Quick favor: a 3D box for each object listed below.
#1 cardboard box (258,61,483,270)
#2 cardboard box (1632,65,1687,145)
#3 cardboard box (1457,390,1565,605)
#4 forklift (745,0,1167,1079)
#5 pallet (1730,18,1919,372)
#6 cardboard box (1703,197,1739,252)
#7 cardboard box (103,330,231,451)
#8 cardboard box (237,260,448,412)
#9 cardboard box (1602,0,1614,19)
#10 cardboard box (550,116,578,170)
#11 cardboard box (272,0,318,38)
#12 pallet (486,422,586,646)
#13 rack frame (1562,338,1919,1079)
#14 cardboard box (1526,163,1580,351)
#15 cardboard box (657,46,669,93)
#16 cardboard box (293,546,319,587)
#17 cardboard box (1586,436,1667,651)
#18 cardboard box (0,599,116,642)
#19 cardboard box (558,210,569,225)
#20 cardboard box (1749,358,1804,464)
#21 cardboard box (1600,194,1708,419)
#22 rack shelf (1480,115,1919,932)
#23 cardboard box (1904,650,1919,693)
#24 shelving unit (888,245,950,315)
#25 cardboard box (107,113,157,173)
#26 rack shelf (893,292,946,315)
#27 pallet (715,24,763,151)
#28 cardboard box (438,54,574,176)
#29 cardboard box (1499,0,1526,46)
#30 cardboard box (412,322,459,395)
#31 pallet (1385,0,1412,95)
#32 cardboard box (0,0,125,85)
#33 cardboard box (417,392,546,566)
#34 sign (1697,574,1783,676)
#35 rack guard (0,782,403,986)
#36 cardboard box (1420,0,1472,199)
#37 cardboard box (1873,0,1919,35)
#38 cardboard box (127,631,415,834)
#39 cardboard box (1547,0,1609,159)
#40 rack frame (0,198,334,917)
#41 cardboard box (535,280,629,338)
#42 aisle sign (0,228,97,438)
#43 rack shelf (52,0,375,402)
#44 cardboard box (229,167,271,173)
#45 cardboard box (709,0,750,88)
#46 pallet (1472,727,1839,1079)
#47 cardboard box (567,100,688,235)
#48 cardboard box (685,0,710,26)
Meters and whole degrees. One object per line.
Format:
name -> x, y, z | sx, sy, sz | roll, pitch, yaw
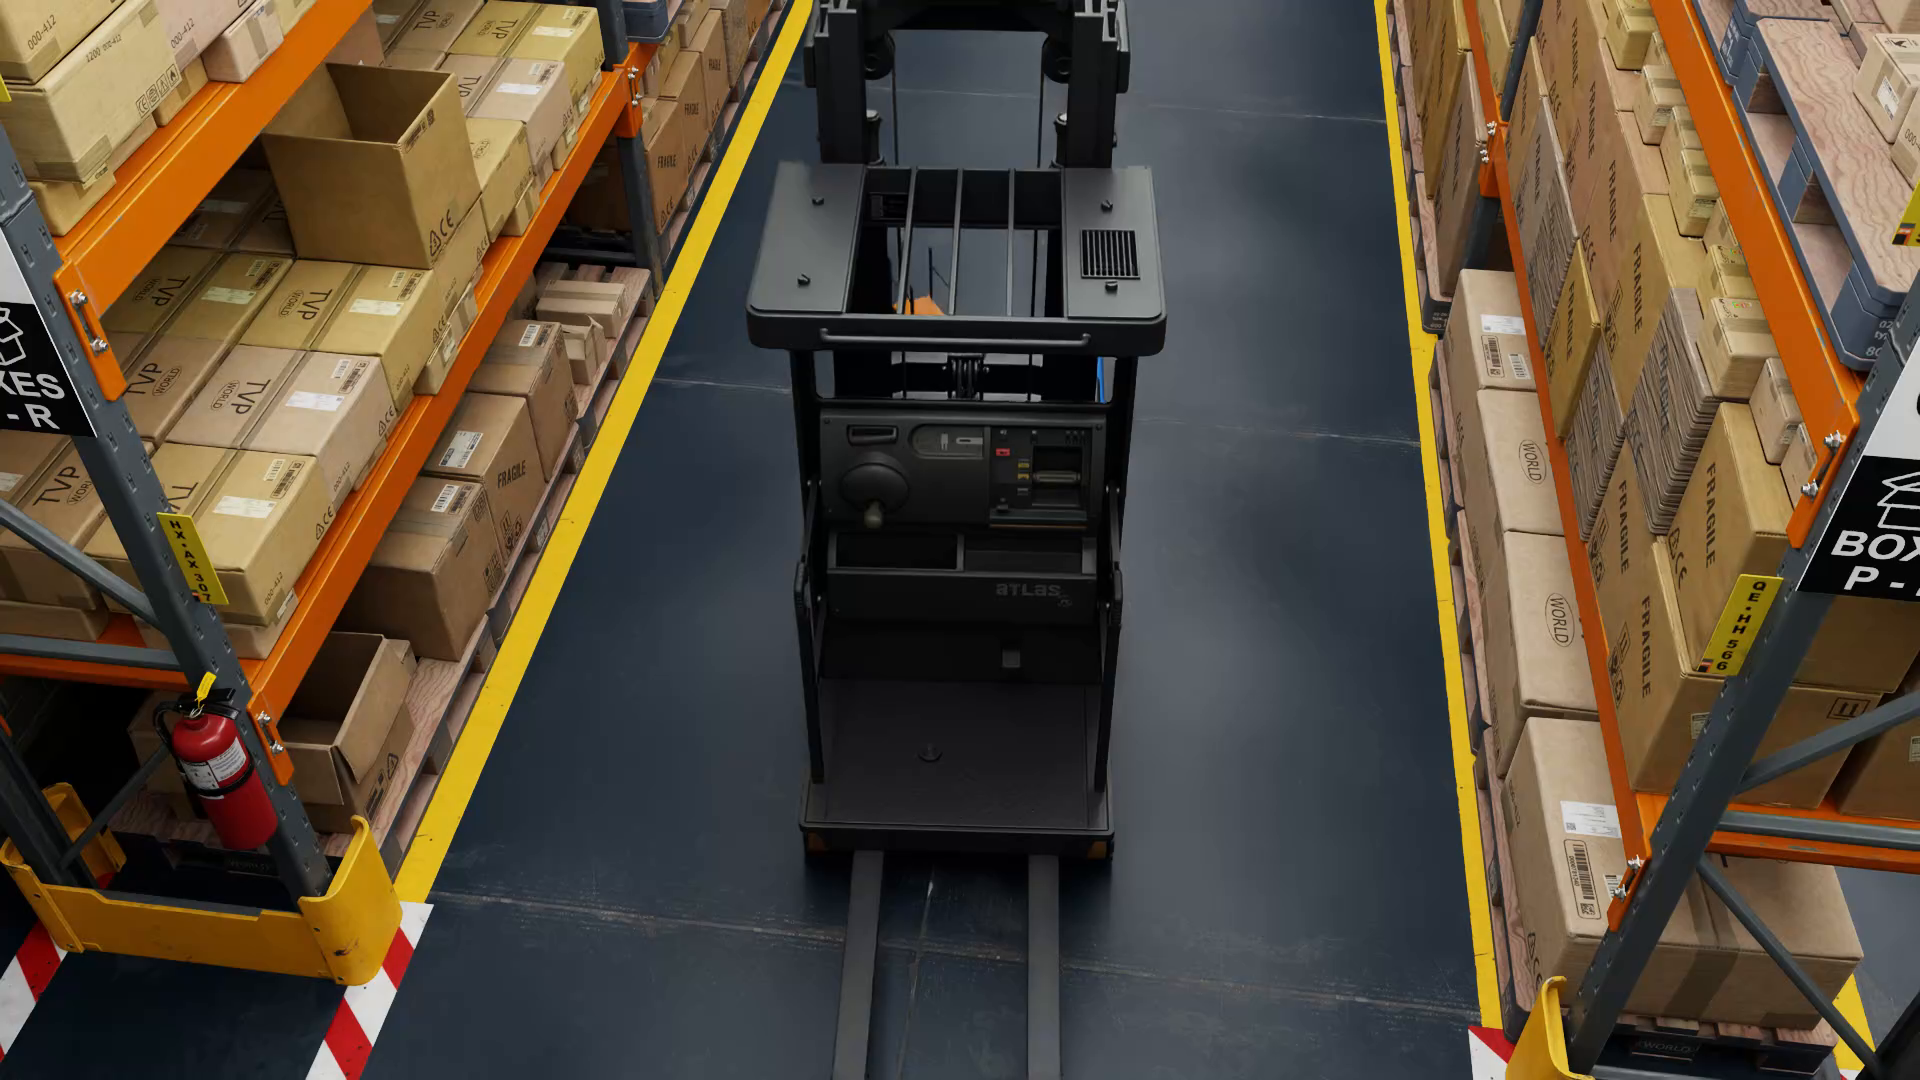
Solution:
cardboard box -> -2.047, -1.315, 5.827 | 0.500, 0.500, 0.500 | 6, 44, 7
cardboard box -> 2.359, -1.367, 5.262 | 0.380, 0.149, 0.250 | 5, 44, 6
cardboard box -> 2.571, -0.153, 6.811 | 0.875, 0.438, 0.875 | 4, 44, 4
forklift -> 0.003, -0.135, 5.283 | 1.130, 2.935, 3.031 | 1, 43, 1
pallet -> 2.437, -0.797, 3.815 | 1.003, 0.211, 1.213 | 5, 44, 6
cardboard box -> 2.337, -0.830, 4.695 | 0.380, 0.149, 0.250 | 5, 44, 5
cardboard box -> -2.705, -0.425, 5.432 | 0.500, 0.250, 0.500 | 5, 44, 6
cardboard box -> -2.115, -0.710, 5.733 | 0.500, 0.250, 0.500 | 4, 44, 5
cardboard box -> 2.475, -1.885, 5.810 | 0.380, 0.149, 0.250 | 5, 44, 5
cardboard box -> -1.858, -1.718, 7.088 | 0.380, 0.149, 0.250 | 6, 44, 7
cardboard box -> -2.077, -1.570, 4.750 | 0.380, 0.149, 0.250 | 5, 44, 5
pallet -> -2.294, -0.094, 7.218 | 1.003, 0.211, 1.213 | 5, 44, 6
rack frame -> 2.349, 0.766, 4.281 | 1.000, 3.000, 0.127 | 5, 44, 6
cardboard box -> 2.413, -1.019, 6.094 | 0.500, 0.500, 0.500 | 5, 44, 6
cardboard box -> -1.749, -2.481, 8.751 | 0.380, 0.149, 0.250 | 3, 44, 3
cardboard box -> -2.269, 0.032, 5.239 | 0.380, 0.149, 0.250 | 6, 44, 7
cardboard box -> 2.232, 0.037, 4.979 | 0.500, 0.500, 0.500 | 4, 44, 5
cardboard box -> -2.794, 0.159, 5.106 | 0.380, 0.149, 0.250 | 5, 44, 5
cardboard box -> -2.271, -2.015, 8.731 | 0.500, 0.500, 0.500 | 5, 44, 5
cardboard box -> 2.208, -0.306, 4.142 | 0.380, 0.149, 0.250 | 6, 44, 6
cardboard box -> 2.285, -0.679, 5.007 | 0.500, 0.500, 0.500 | 5, 44, 5
rack shelf -> 2.613, -0.335, 5.968 | 1.077, 0.370, 4.000 | 5, 44, 6
cardboard box -> 2.695, 0.066, 4.221 | 0.500, 0.500, 0.500 | 4, 44, 5
shelving unit -> -0.155, -0.670, 7.107 | 0.189, 1.200, 0.258 | -18, 46, -18
cardboard box -> -2.290, -1.057, 4.208 | 0.380, 0.149, 0.250 | 6, 44, 6
rack shelf -> -0.155, -0.899, 6.890 | 0.180, 0.103, 0.258 | -18, 46, -18
pallet -> -1.814, -2.787, 10.062 | 1.003, 0.211, 1.213 | 5, 44, 6
cardboard box -> -1.920, -1.750, 6.831 | 0.500, 0.250, 0.500 | 5, 44, 6
cardboard box -> 2.695, -2.409, 7.380 | 0.500, 0.250, 0.500 | 5, 44, 5
cardboard box -> -2.037, -0.664, 5.974 | 0.380, 0.149, 0.250 | 4, 44, 4
pallet -> 3.228, -3.143, 10.438 | 1.003, 0.211, 1.213 | 5, 44, 6
cardboard box -> -2.264, -1.286, 3.796 | 0.500, 0.250, 0.500 | 5, 44, 5
cardboard box -> -2.076, -0.266, 6.884 | 0.500, 0.500, 0.500 | 6, 44, 6
sign -> 1.813, 0.201, 3.864 | 0.100, 0.325, 0.005 | 5, 44, 6
rack guard -> -2.562, 1.174, 5.669 | 1.175, 0.500, 0.348 | 5, 44, 6
cardboard box -> 2.992, -2.387, 8.851 | 0.875, 0.875, 0.875 | 6, 44, 7
cardboard box -> 2.596, -1.495, 4.174 | 0.500, 0.311, 0.500 | 6, 44, 6
cardboard box -> -2.397, 0.664, 5.900 | 0.797, 0.503, 0.637 | 4, 44, 4
cardboard box -> 2.502, -1.713, 6.100 | 0.500, 0.500, 0.500 | 5, 44, 5
rack frame -> -2.572, 0.318, 4.755 | 1.000, 3.000, 0.127 | 5, 44, 6
cardboard box -> -1.825, -1.119, 8.041 | 0.380, 0.149, 0.250 | 4, 44, 4
aisle sign -> -2.290, -0.553, 3.784 | 0.394, 0.787, 0.004 | 5, 44, 6
rack shelf -> -2.307, -1.873, 5.410 | 1.077, 0.370, 4.000 | 5, 44, 6
cardboard box -> -2.506, -1.455, 6.520 | 0.500, 0.250, 0.500 | 6, 44, 6
cardboard box -> -1.550, -3.019, 9.791 | 0.500, 0.500, 0.500 | 4, 44, 4
pallet -> 2.377, 1.227, 5.823 | 1.003, 0.211, 1.213 | 5, 44, 6
cardboard box -> -1.756, -1.962, 8.676 | 0.500, 0.500, 0.500 | 7, 44, 7
cardboard box -> -1.621, -3.005, 9.304 | 0.380, 0.149, 0.250 | 7, 44, 7
